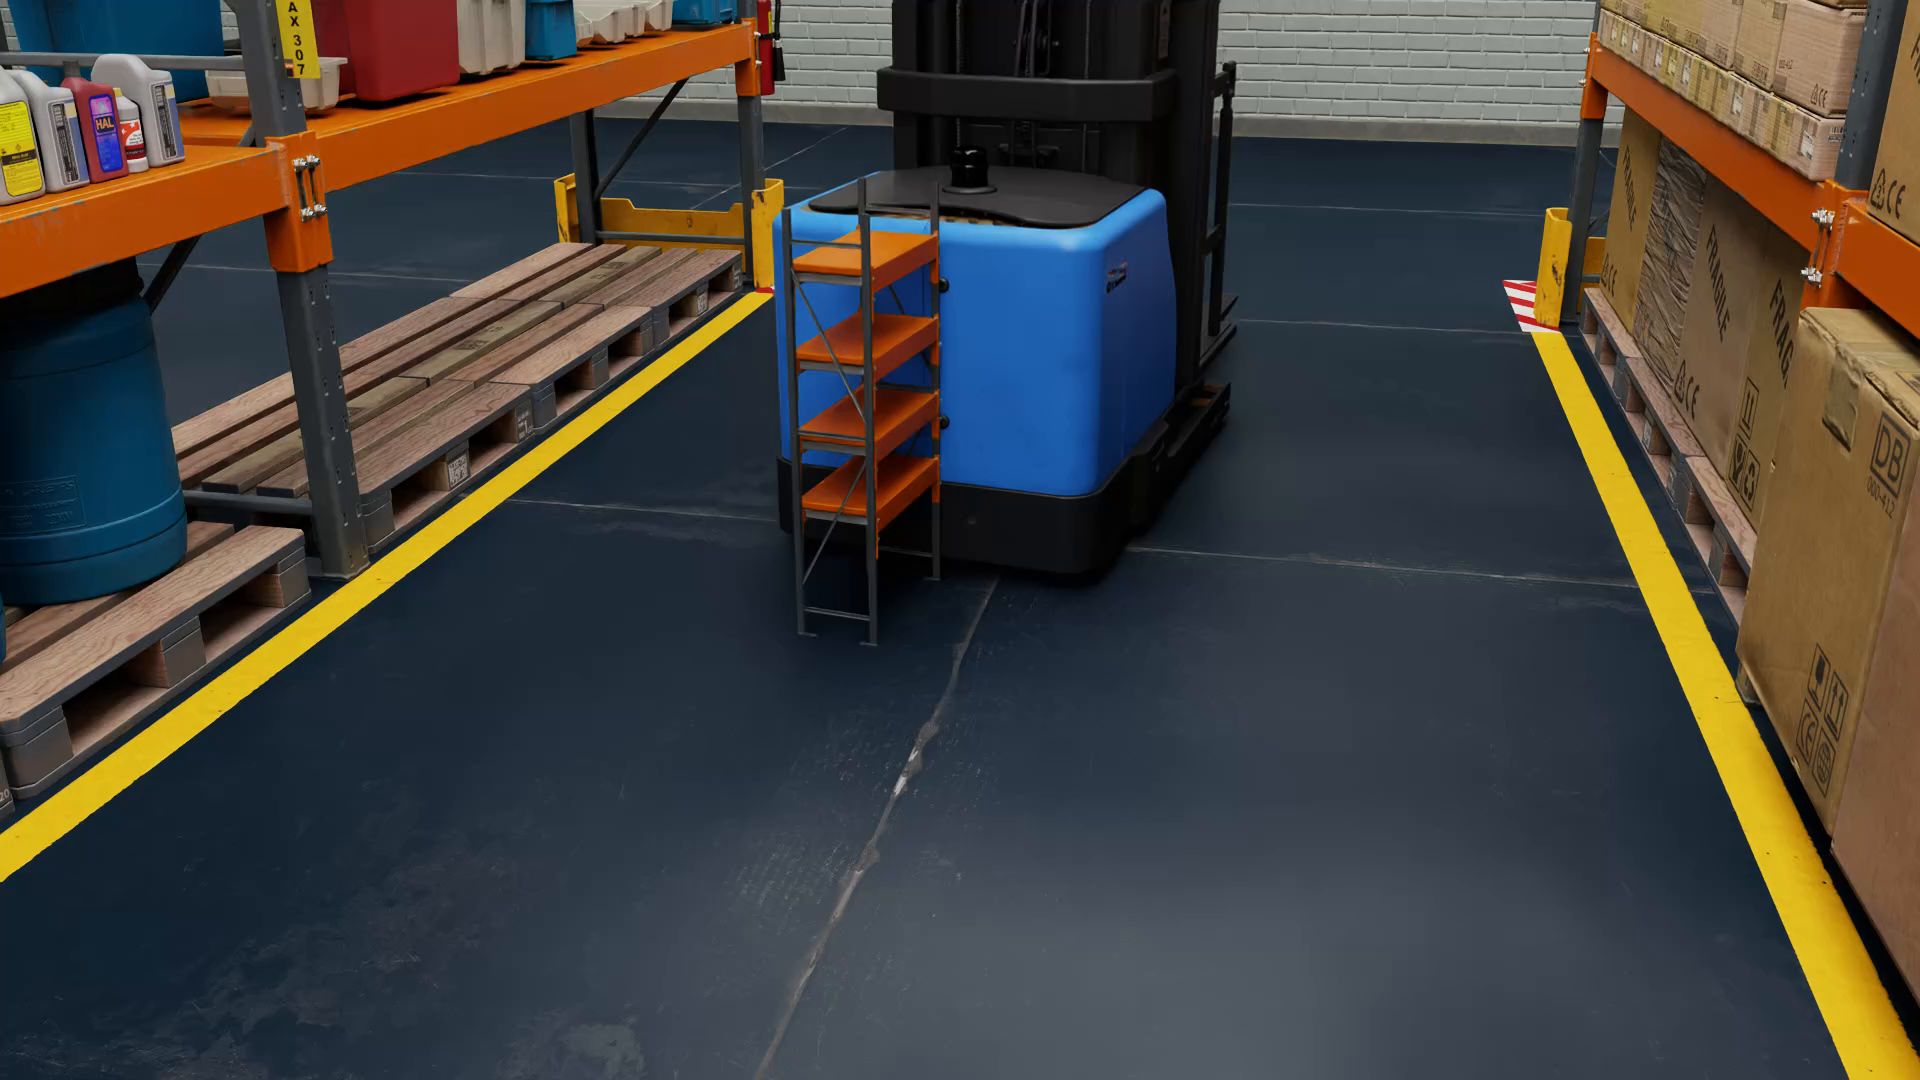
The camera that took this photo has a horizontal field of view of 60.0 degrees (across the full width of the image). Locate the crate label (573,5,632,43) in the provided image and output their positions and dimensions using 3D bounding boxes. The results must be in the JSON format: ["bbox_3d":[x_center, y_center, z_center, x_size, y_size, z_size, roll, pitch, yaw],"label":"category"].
[{"bbox_3d":[-1.603,-2.171,7.001,0.396,0.136,0.243,4,22,11],"label":"crate label"}]

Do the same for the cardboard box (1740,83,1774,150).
[{"bbox_3d":[2.371,-1.153,4.538,0.380,0.149,0.250,4,22,10],"label":"cardboard box"}]

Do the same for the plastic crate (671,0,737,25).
[{"bbox_3d":[-1.394,-2.693,7.898,0.616,0.435,0.499,4,22,11],"label":"plastic crate"}]

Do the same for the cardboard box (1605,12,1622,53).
[{"bbox_3d":[2.894,-2.093,6.872,0.380,0.149,0.250,4,22,10],"label":"cardboard box"}]

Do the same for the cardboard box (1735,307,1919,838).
[{"bbox_3d":[2.413,0.081,3.419,1.225,0.875,0.875,5,22,11],"label":"cardboard box"}]

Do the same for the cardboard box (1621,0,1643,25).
[{"bbox_3d":[2.879,-2.131,6.432,0.500,0.250,0.500,4,22,10],"label":"cardboard box"}]

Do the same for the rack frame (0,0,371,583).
[{"bbox_3d":[-2.324,-1.323,4.623,1.000,3.000,0.127,4,22,11],"label":"rack frame"}]

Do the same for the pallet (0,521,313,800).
[{"bbox_3d":[-2.523,0.250,4.451,1.003,0.211,1.213,4,22,11],"label":"pallet"}]

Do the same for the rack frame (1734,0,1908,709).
[{"bbox_3d":[2.525,-0.945,3.686,1.000,3.000,0.127,4,22,11],"label":"rack frame"}]

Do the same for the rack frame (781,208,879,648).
[{"bbox_3d":[-0.341,-0.275,4.430,0.240,1.200,0.015,8,23,19],"label":"rack frame"}]

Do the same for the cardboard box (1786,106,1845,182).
[{"bbox_3d":[2.266,-0.965,4.071,0.380,0.149,0.250,5,22,11],"label":"cardboard box"}]

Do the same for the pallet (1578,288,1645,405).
[{"bbox_3d":[3.254,-0.816,7.098,1.003,0.211,1.213,4,22,11],"label":"pallet"}]

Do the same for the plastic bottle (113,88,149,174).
[{"bbox_3d":[-2.085,-1.017,4.131,0.097,0.201,0.097,0,22,0],"label":"plastic bottle"}]

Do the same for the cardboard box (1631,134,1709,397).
[{"bbox_3d":[3.103,-1.044,6.214,0.875,0.875,0.875,4,22,11],"label":"cardboard box"}]

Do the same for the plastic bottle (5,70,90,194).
[{"bbox_3d":[-2.163,-0.963,3.895,0.152,0.276,0.135,4,22,11],"label":"plastic bottle"}]

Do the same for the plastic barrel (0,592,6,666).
[{"bbox_3d":[-2.596,-0.088,3.803,0.600,0.901,0.708,4,22,11],"label":"plastic barrel"}]

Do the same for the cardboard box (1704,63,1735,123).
[{"bbox_3d":[2.476,-1.342,5.006,0.380,0.149,0.250,5,22,12],"label":"cardboard box"}]

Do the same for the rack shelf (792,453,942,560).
[{"bbox_3d":[-0.257,-0.114,4.741,0.258,0.148,0.480,8,23,19],"label":"rack shelf"}]

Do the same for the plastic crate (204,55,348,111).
[{"bbox_3d":[-2.089,-1.388,5.057,0.396,0.136,0.243,4,22,11],"label":"plastic crate"}]

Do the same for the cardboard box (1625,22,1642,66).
[{"bbox_3d":[2.790,-1.904,6.402,0.380,0.149,0.250,4,22,10],"label":"cardboard box"}]

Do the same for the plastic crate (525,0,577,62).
[{"bbox_3d":[-1.676,-1.965,6.362,0.416,0.233,0.300,4,22,11],"label":"plastic crate"}]

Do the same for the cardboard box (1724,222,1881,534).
[{"bbox_3d":[2.737,-0.390,4.588,0.875,0.875,0.875,4,22,11],"label":"cardboard box"}]

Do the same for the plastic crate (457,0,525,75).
[{"bbox_3d":[-1.832,-1.840,5.986,0.437,0.282,0.530,4,22,11],"label":"plastic crate"}]

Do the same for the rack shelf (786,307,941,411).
[{"bbox_3d":[-0.257,-0.505,4.584,0.258,0.148,0.480,8,23,19],"label":"rack shelf"}]

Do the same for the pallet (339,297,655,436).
[{"bbox_3d":[-1.965,-0.749,6.930,1.003,0.211,1.213,4,22,11],"label":"pallet"}]

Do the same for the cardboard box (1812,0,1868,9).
[{"bbox_3d":[2.357,-1.550,3.986,0.500,0.500,0.500,5,22,12],"label":"cardboard box"}]

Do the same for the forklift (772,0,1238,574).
[{"bbox_3d":[0.413,-1.780,5.850,1.130,2.935,3.031,8,23,19],"label":"forklift"}]

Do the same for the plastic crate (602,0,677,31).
[{"bbox_3d":[-1.497,-2.379,7.519,0.396,0.136,0.243,4,22,11],"label":"plastic crate"}]

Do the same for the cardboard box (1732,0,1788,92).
[{"bbox_3d":[2.461,-1.385,4.579,0.500,0.250,0.500,5,23,13],"label":"cardboard box"}]

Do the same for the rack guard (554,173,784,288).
[{"bbox_3d":[-1.516,-1.636,8.747,1.175,0.500,0.348,4,22,11],"label":"rack guard"}]

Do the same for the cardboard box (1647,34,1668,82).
[{"bbox_3d":[2.685,-1.717,5.937,0.380,0.149,0.250,4,22,10],"label":"cardboard box"}]

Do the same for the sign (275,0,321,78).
[{"bbox_3d":[-1.786,-1.409,4.466,0.100,0.325,0.005,4,22,11],"label":"sign"}]

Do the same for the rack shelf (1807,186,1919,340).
[{"bbox_3d":[2.116,0.120,2.004,1.077,0.370,4.000,4,22,11],"label":"rack shelf"}]

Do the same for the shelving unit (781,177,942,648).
[{"bbox_3d":[-0.257,-0.360,4.642,0.258,1.200,0.503,8,23,19],"label":"shelving unit"}]

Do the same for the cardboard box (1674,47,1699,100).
[{"bbox_3d":[2.581,-1.528,5.469,0.380,0.149,0.250,5,22,12],"label":"cardboard box"}]

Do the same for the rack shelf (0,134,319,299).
[{"bbox_3d":[-2.732,-0.258,2.941,1.077,0.370,4.000,4,22,11],"label":"rack shelf"}]

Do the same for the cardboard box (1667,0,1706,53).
[{"bbox_3d":[2.671,-1.756,5.502,0.500,0.250,0.500,4,22,10],"label":"cardboard box"}]

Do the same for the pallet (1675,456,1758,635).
[{"bbox_3d":[2.756,0.076,4.882,1.003,0.211,1.213,4,22,11],"label":"pallet"}]
